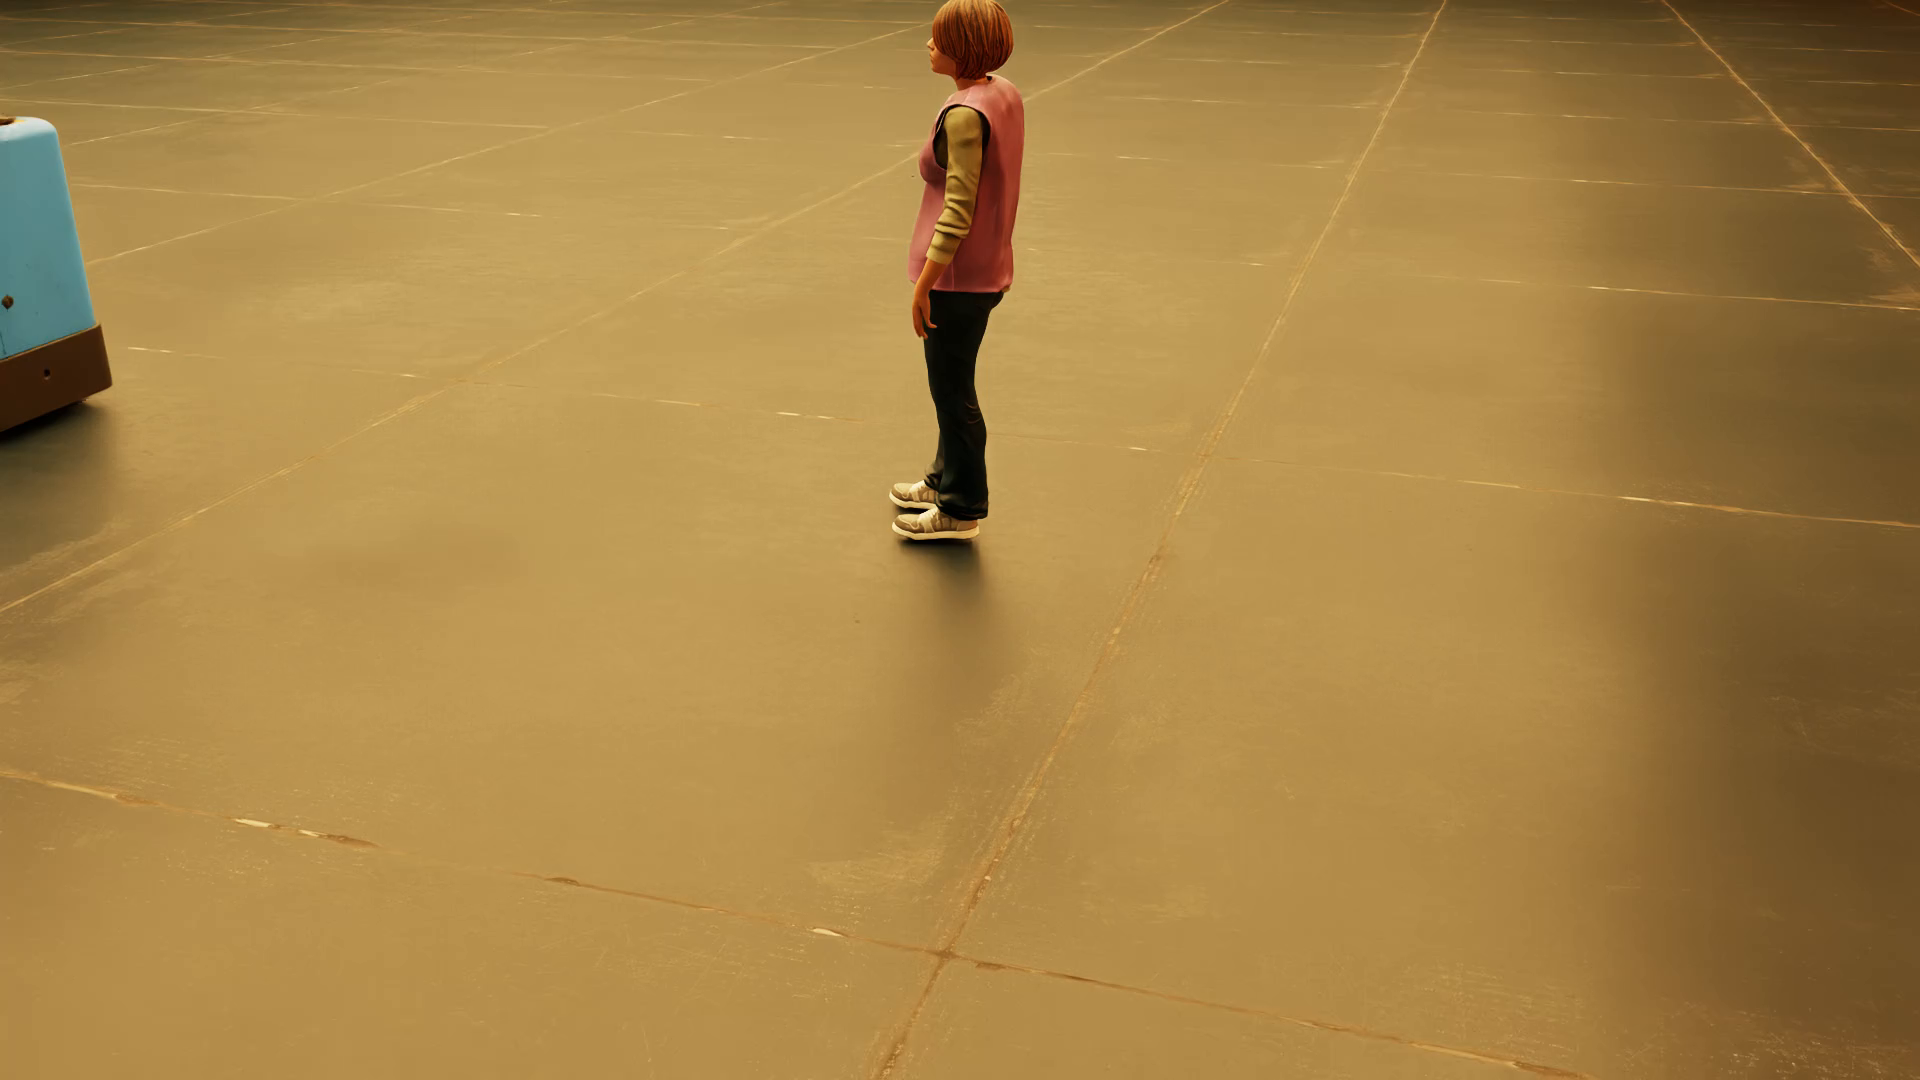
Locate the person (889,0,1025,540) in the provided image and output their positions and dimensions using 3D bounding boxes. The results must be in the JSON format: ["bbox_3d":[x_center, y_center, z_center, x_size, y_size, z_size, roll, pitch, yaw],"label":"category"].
[{"bbox_3d":[-0.066,-0.759,4.846,0.476,1.597,0.520,7,23,16],"label":"person"}]

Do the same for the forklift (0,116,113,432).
[{"bbox_3d":[-4.816,-1.847,5.754,3.031,2.935,1.130,6,23,13],"label":"forklift"}]
